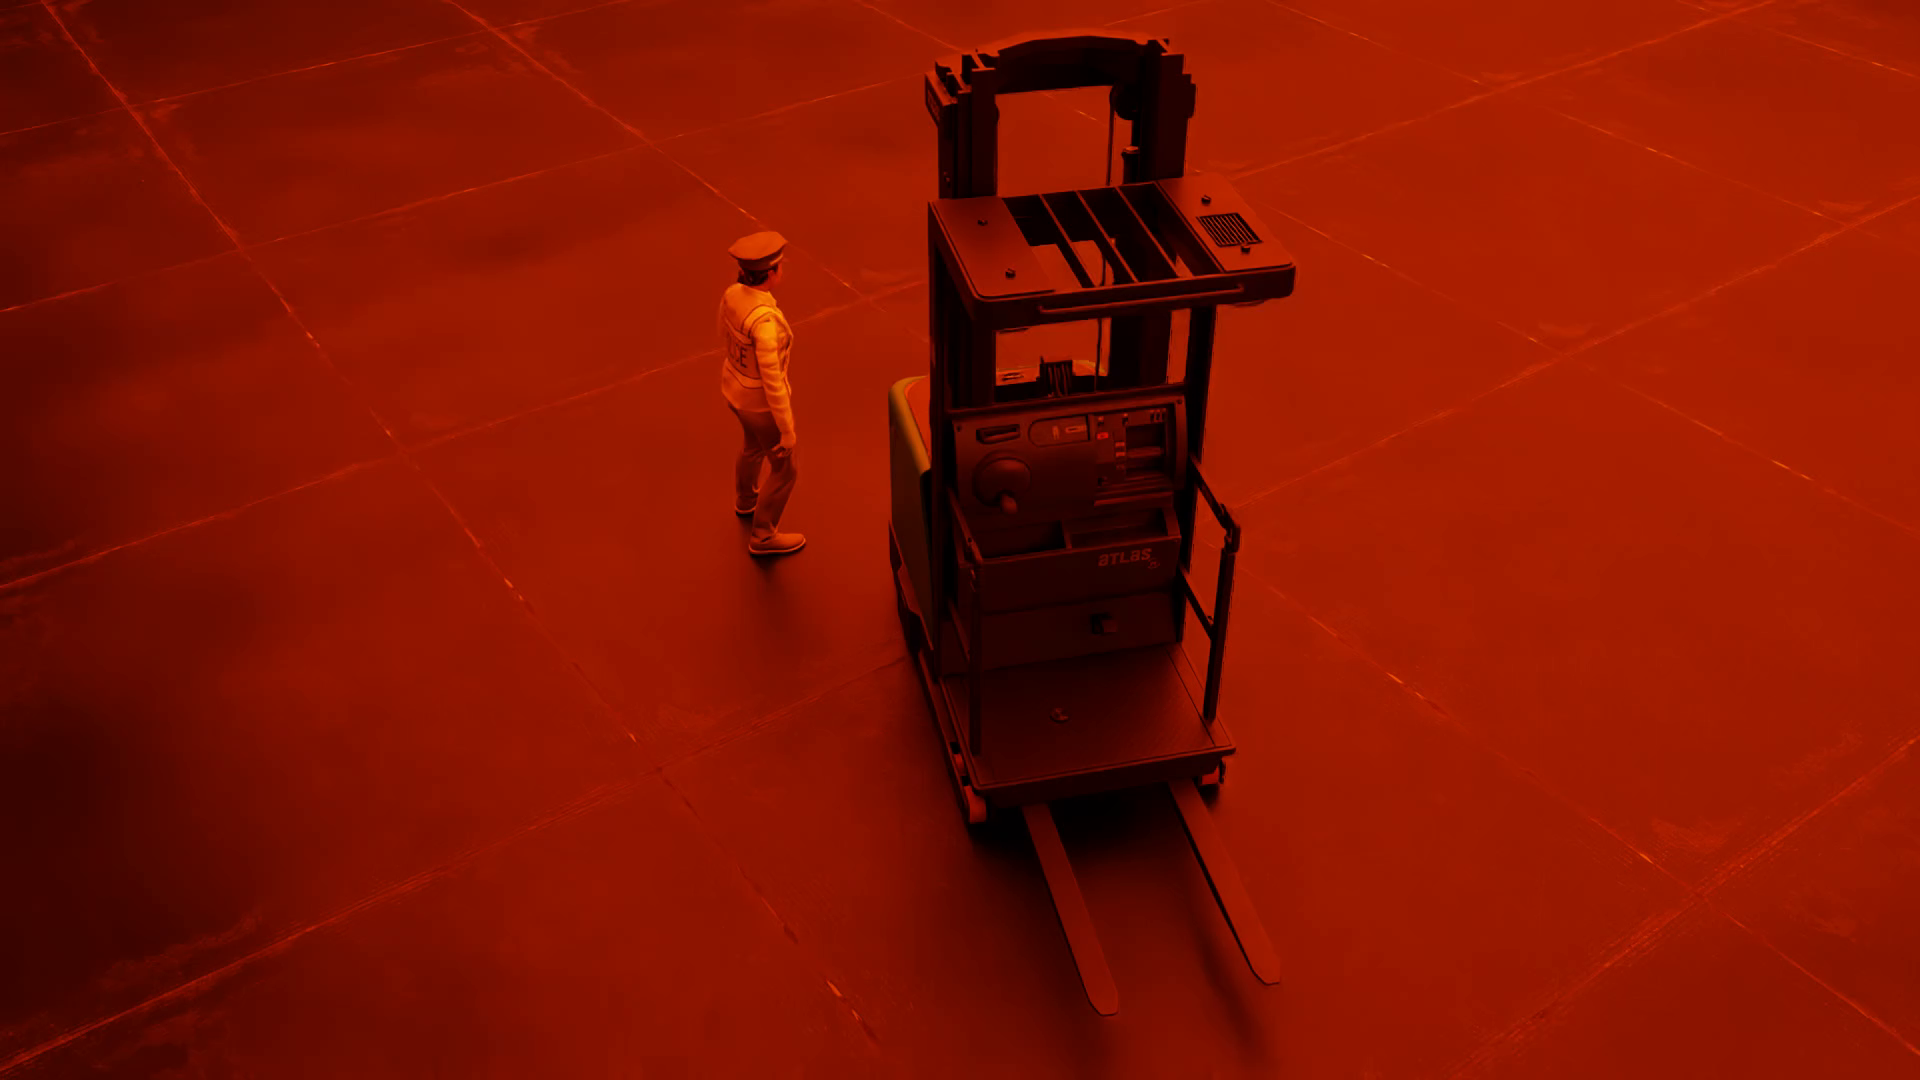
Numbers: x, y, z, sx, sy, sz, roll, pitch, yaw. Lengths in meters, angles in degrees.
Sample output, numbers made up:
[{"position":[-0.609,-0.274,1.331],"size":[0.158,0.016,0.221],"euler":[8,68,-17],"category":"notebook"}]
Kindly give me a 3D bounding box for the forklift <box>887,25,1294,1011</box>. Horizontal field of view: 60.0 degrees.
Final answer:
[{"position":[0.477,-0.276,6.318],"size":[1.130,2.935,3.031],"euler":[-8,37,-10],"category":"forklift"}]

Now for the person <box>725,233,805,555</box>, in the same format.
[{"position":[-0.946,-0.693,7.969],"size":[0.349,1.644,0.715],"euler":[-9,37,-12],"category":"person"}]
